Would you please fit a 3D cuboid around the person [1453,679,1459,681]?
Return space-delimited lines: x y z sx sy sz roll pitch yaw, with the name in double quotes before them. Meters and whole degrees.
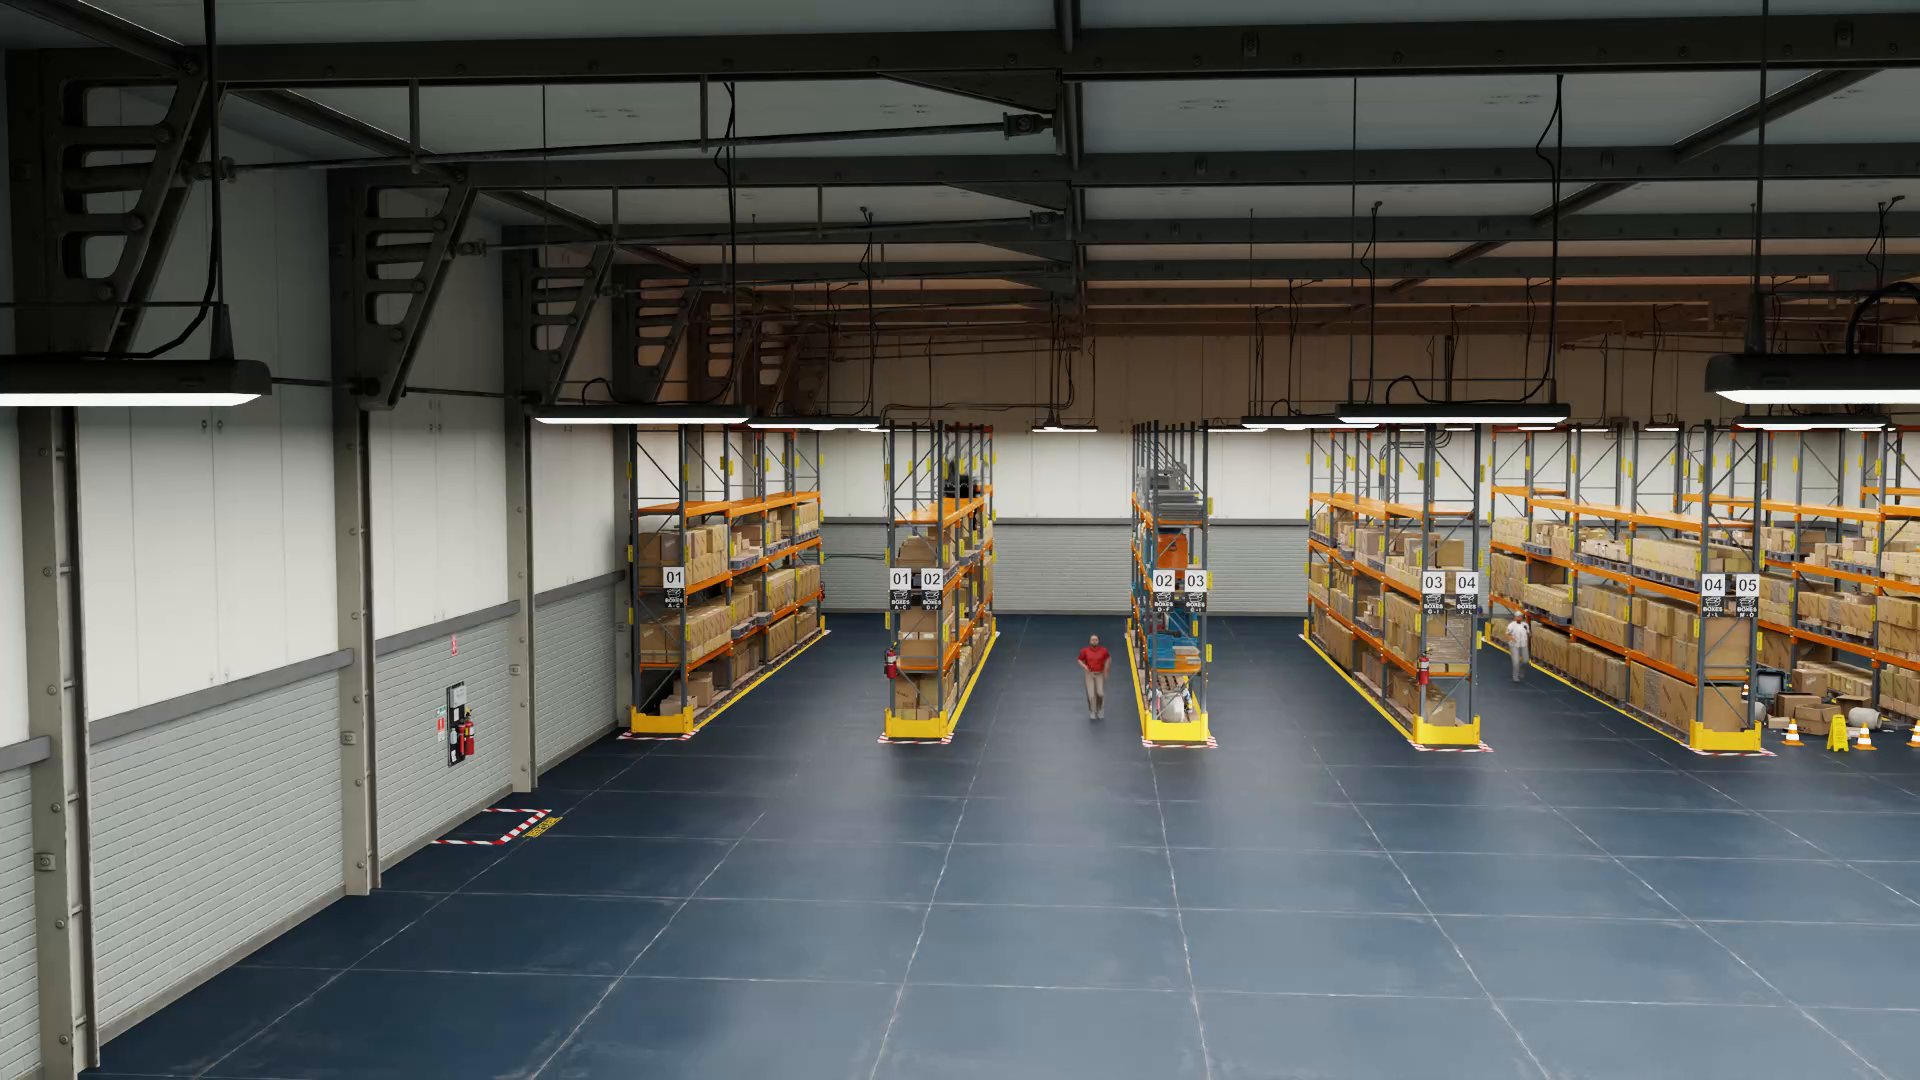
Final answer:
"person" 11.462 2.358 38.958 0.684 1.809 0.802 0 4 0

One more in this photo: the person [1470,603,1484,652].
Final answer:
"person" 13.212 2.201 43.016 0.579 1.666 0.997 0 4 2

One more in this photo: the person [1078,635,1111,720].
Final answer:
"person" 2.690 2.763 33.384 0.659 1.715 0.645 0 4 5

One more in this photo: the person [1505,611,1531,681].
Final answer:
"person" 12.961 2.471 38.533 0.599 1.621 0.536 0 4 4
